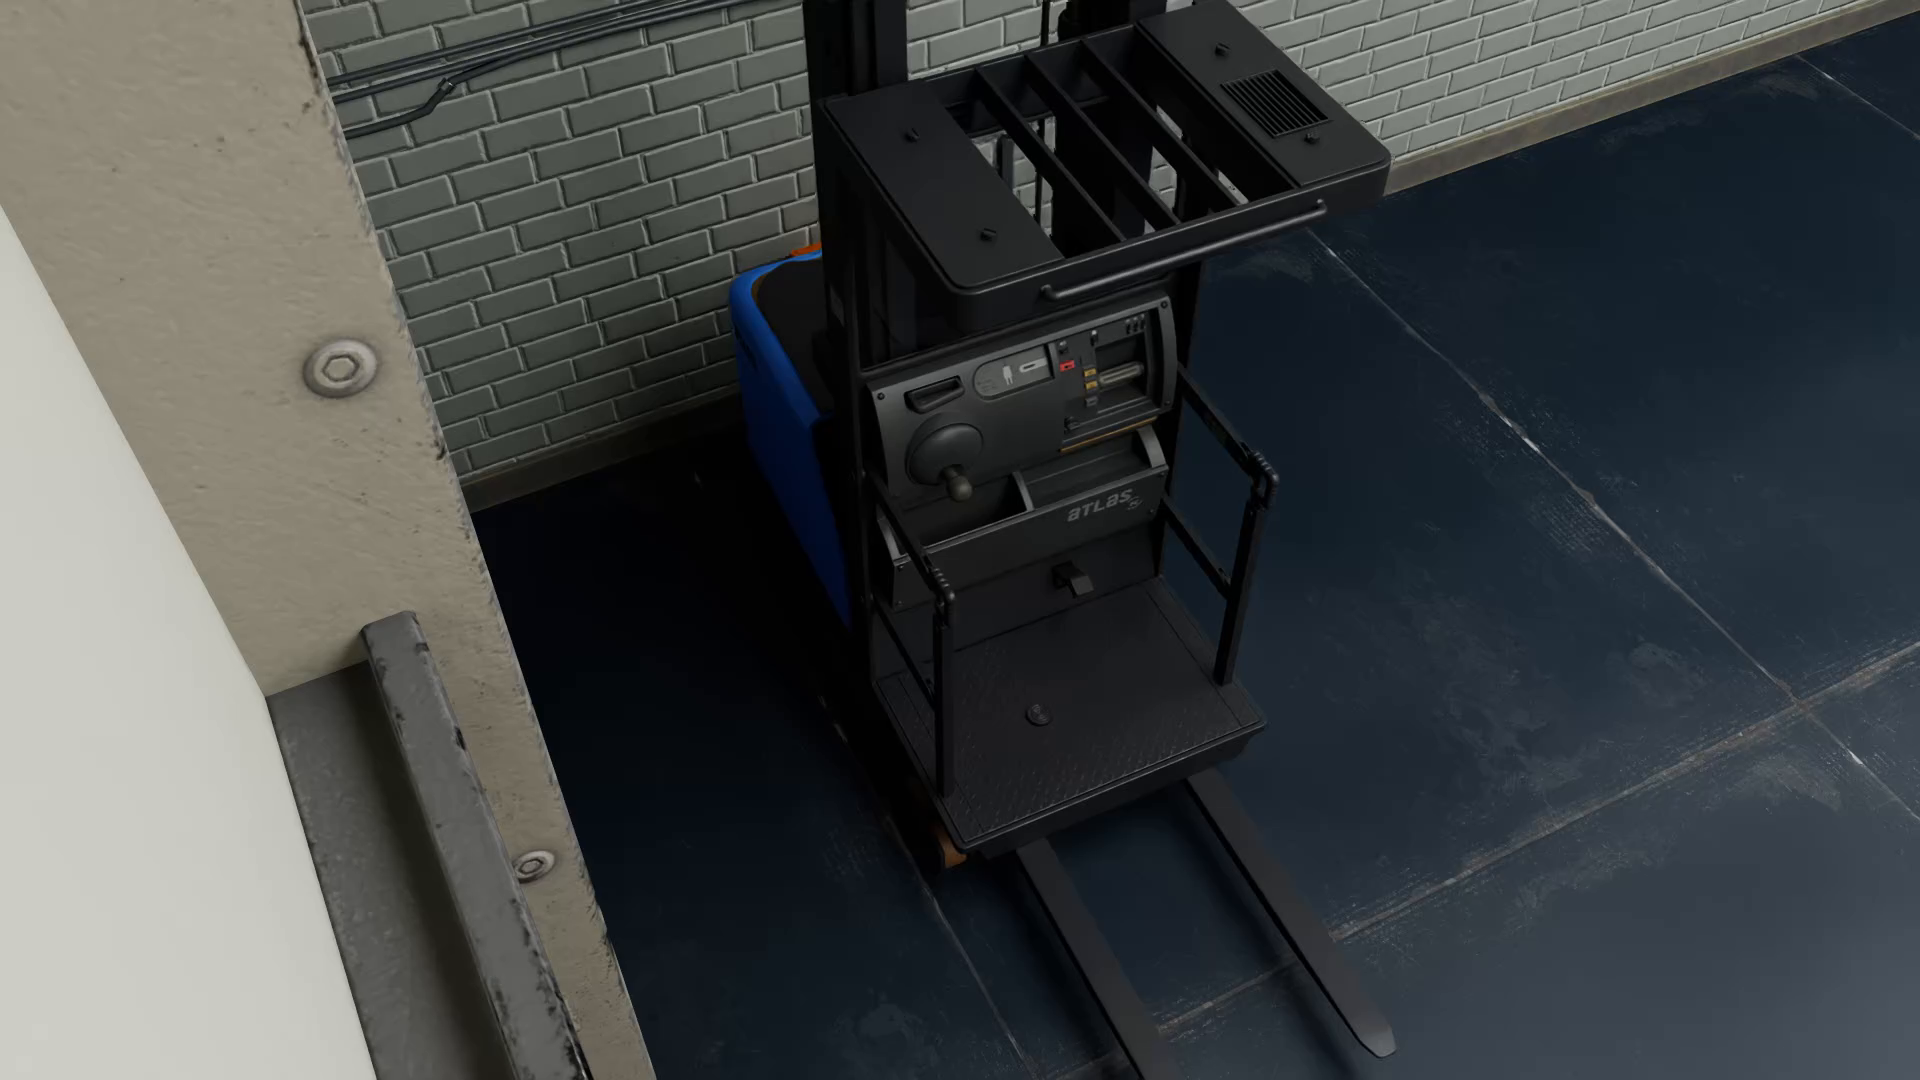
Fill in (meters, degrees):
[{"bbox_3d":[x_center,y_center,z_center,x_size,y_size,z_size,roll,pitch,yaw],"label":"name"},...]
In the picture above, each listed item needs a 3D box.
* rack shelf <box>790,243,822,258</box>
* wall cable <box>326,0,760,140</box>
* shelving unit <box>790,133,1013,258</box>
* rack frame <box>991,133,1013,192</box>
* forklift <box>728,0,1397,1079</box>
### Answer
[{"bbox_3d":[-0.265,-0.882,6.141,0.538,0.185,1.000,-20,49,-16],"label":"rack shelf"},{"bbox_3d":[-1.083,-2.330,4.370,3.097,2.526,0.112,-21,52,-18],"label":"wall cable"},{"bbox_3d":[-0.272,-1.012,6.016,0.587,1.500,1.083,-20,49,-16],"label":"shelving unit"},{"bbox_3d":[-0.052,-0.675,5.691,0.500,1.500,0.032,-20,49,-16],"label":"rack frame"},{"bbox_3d":[0.287,-0.301,4.563,1.130,2.935,3.031,-20,52,-16],"label":"forklift"}]
